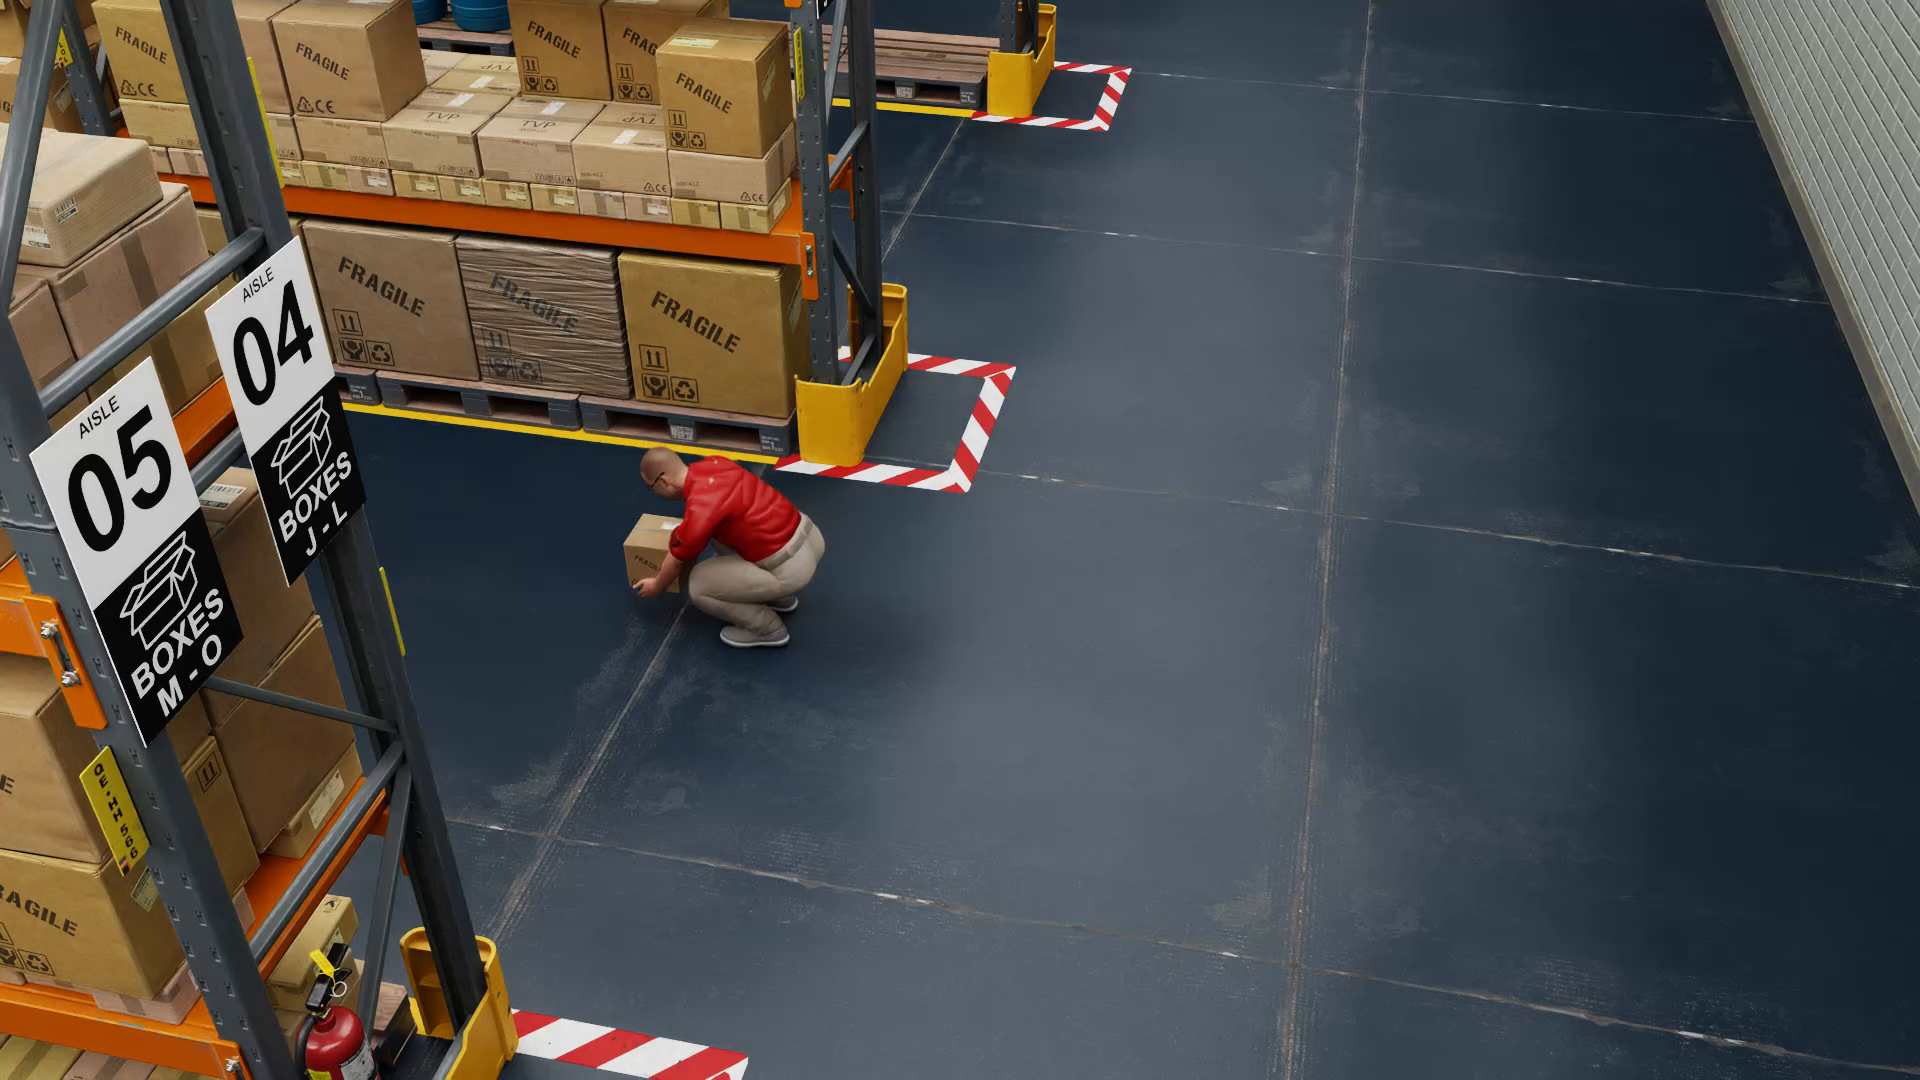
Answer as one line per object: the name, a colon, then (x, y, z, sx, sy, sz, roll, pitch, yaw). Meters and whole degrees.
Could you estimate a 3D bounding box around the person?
person: (-1.072, -0.007, 7.637, 0.870, 0.972, 0.557, 8, 37, 10)
